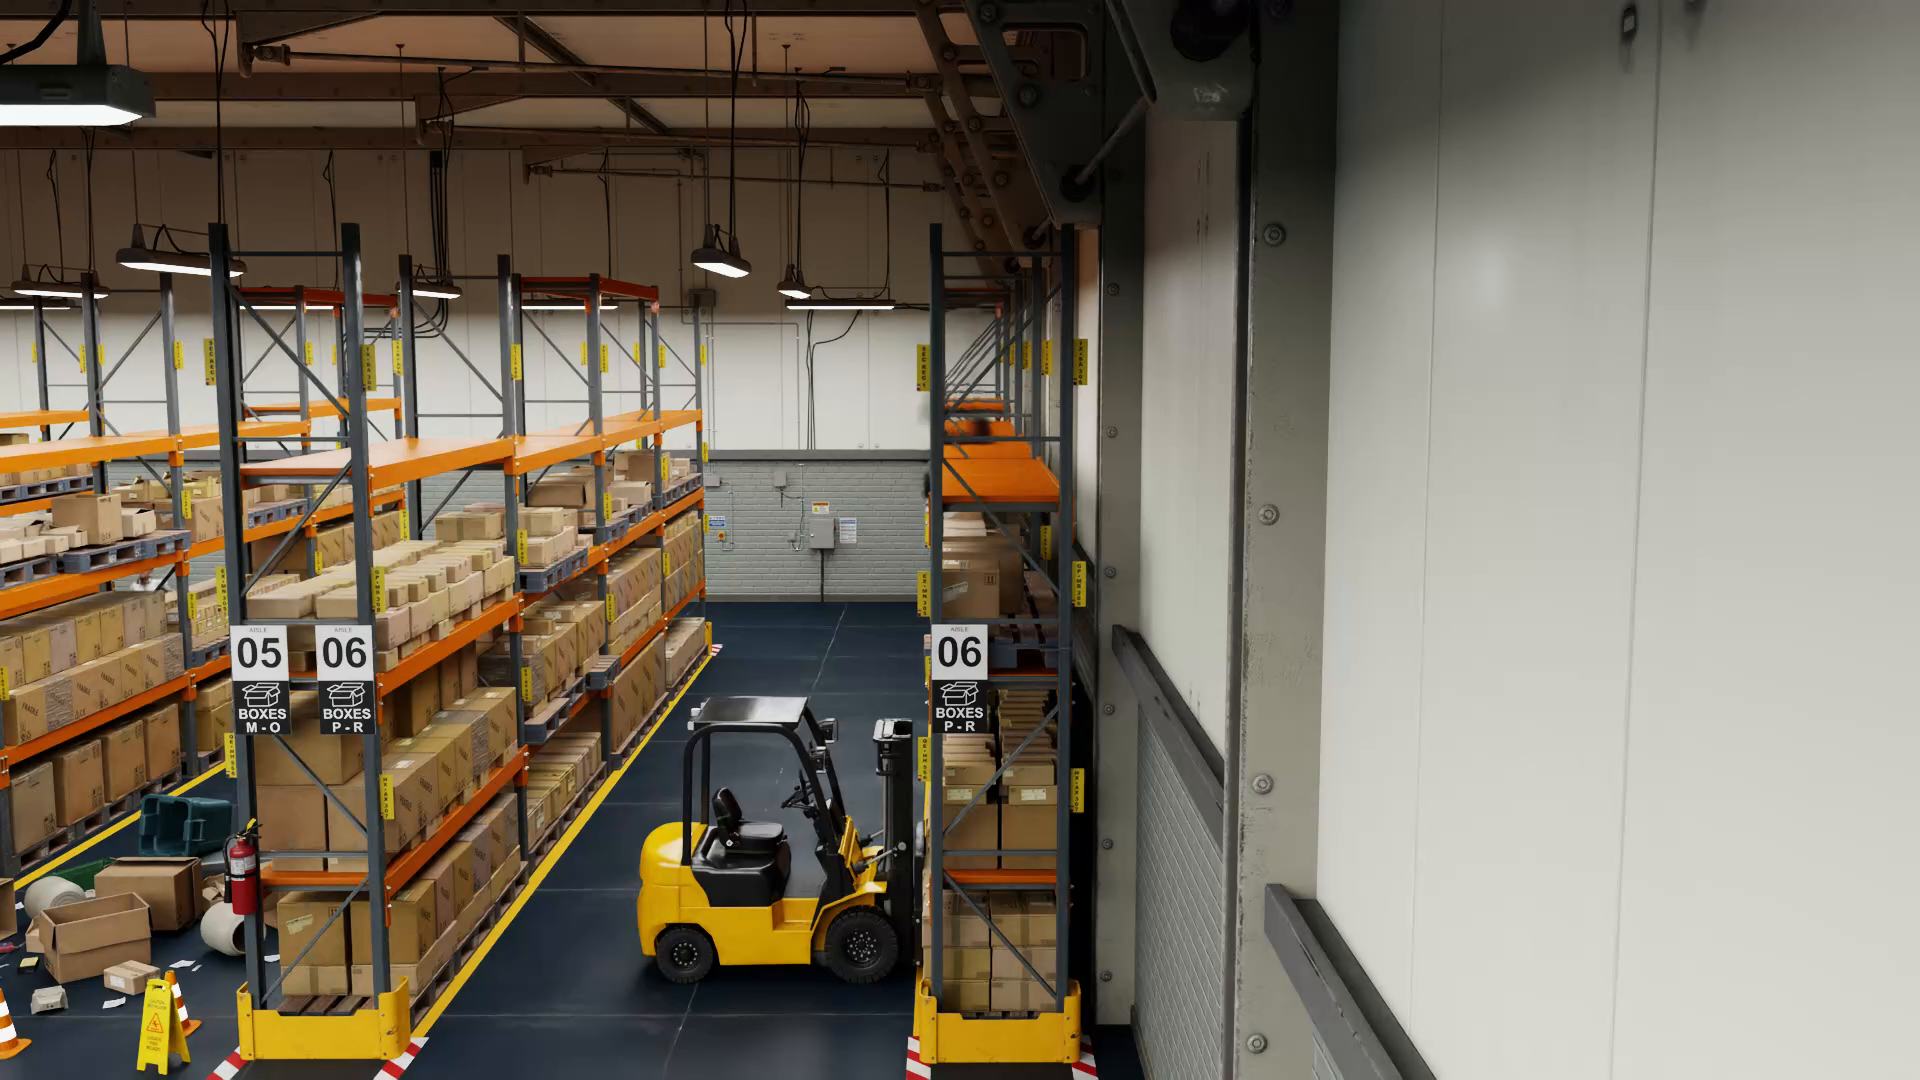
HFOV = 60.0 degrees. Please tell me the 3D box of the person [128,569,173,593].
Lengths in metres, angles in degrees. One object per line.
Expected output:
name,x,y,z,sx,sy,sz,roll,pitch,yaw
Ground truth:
person,-12.968,1.212,26.570,0.656,1.714,0.601,-1,7,-4
